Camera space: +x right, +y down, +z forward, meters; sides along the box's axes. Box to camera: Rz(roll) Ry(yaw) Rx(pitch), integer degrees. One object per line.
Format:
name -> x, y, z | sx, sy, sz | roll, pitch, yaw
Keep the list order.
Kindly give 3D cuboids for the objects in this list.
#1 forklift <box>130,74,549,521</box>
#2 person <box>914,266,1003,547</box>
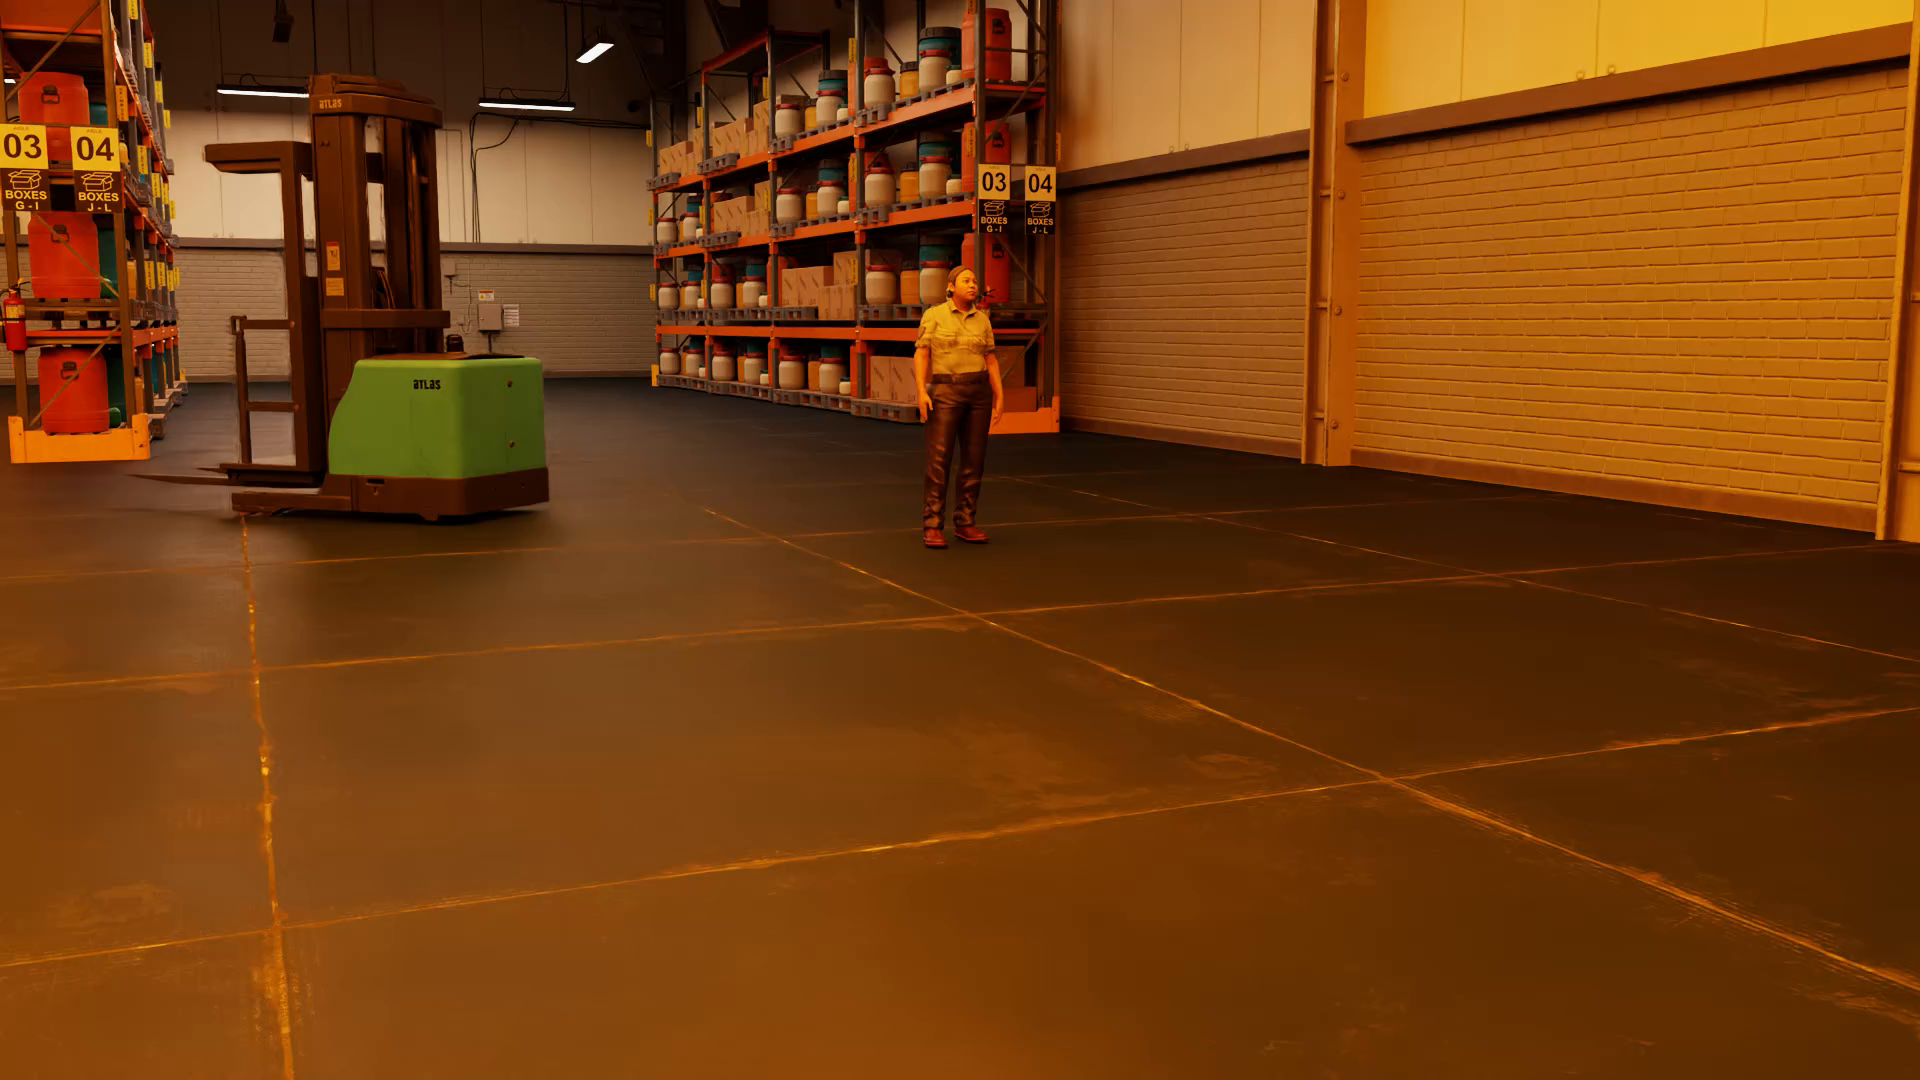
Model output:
forklift -> -4.459, -1.670, 11.607 | 3.031, 2.935, 1.130 | 3, 8, 21
person -> 0.015, -0.808, 9.955 | 0.598, 1.643, 0.502 | -3, 8, -23
